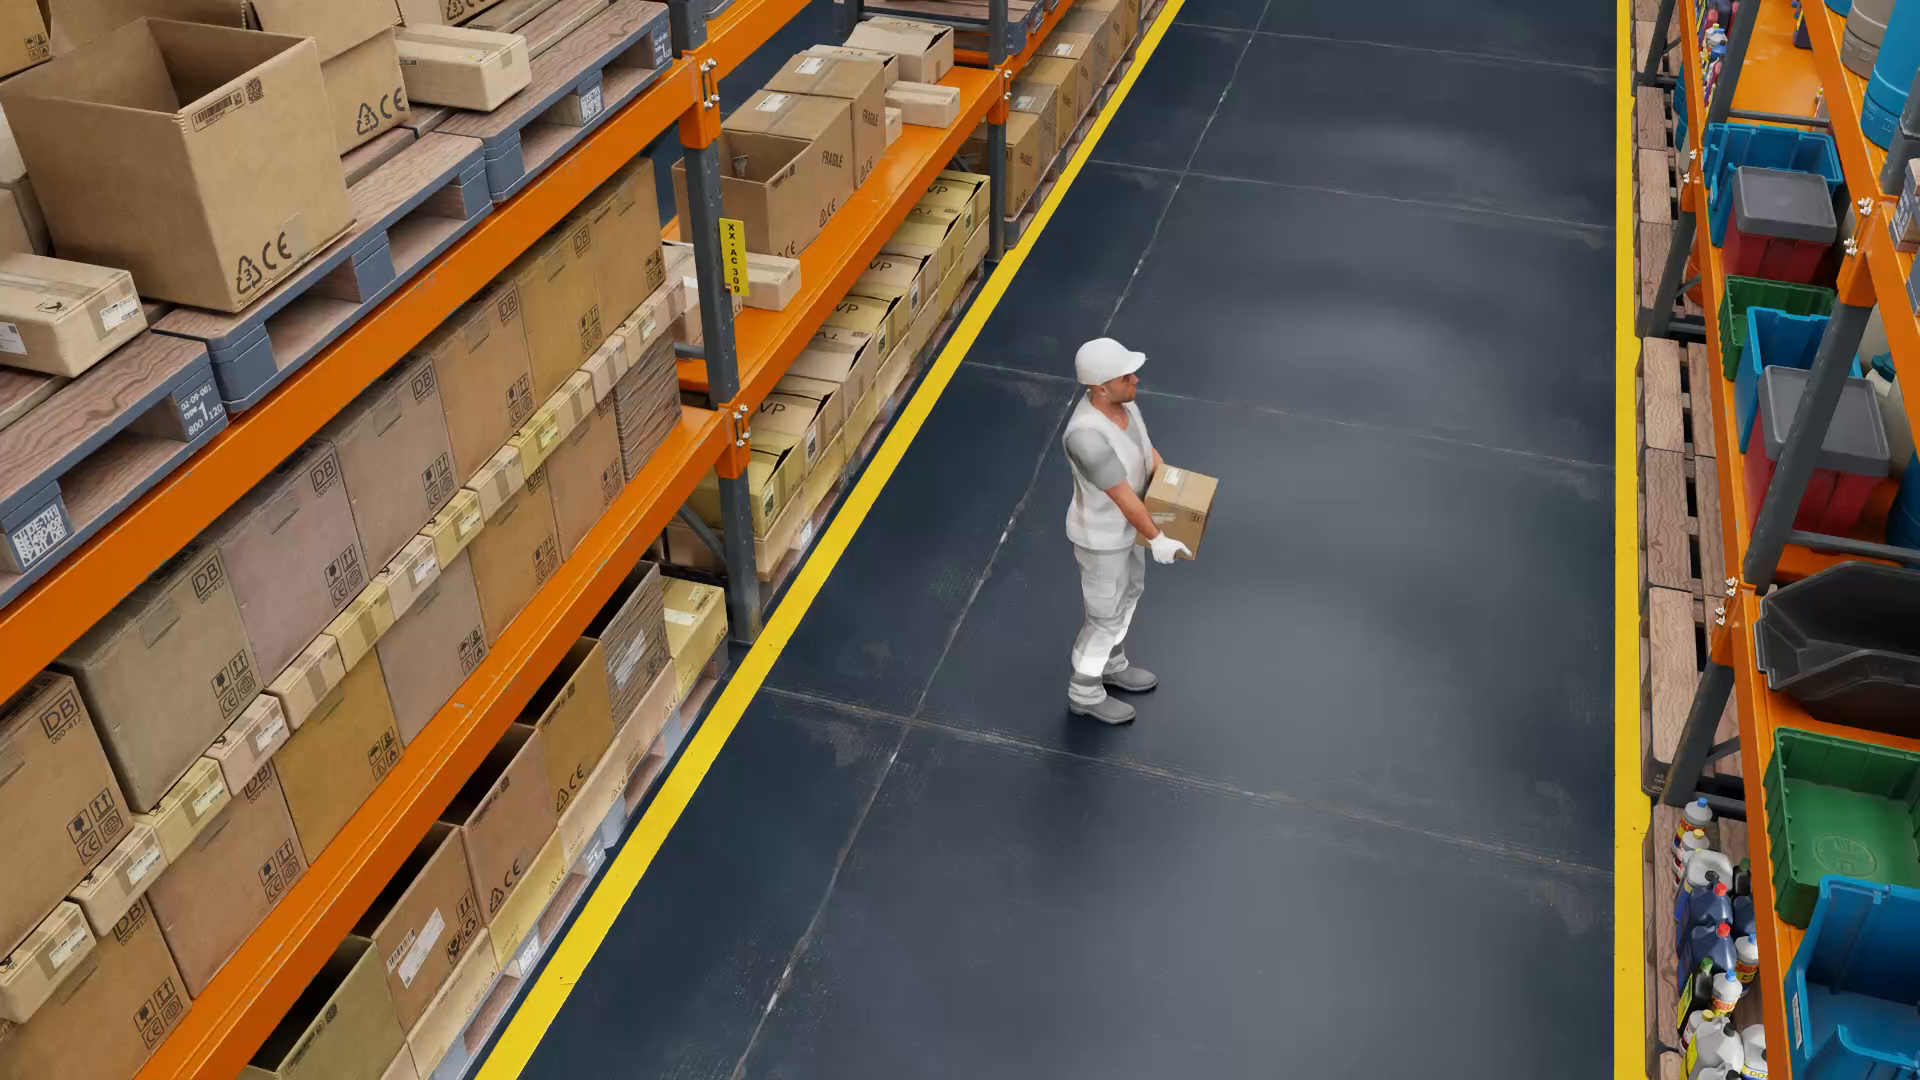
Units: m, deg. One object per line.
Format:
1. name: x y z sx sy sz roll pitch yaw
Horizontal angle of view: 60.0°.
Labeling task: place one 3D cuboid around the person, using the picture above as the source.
1. person: 0.709 -0.024 6.910 0.564 1.782 0.493 11 38 14
